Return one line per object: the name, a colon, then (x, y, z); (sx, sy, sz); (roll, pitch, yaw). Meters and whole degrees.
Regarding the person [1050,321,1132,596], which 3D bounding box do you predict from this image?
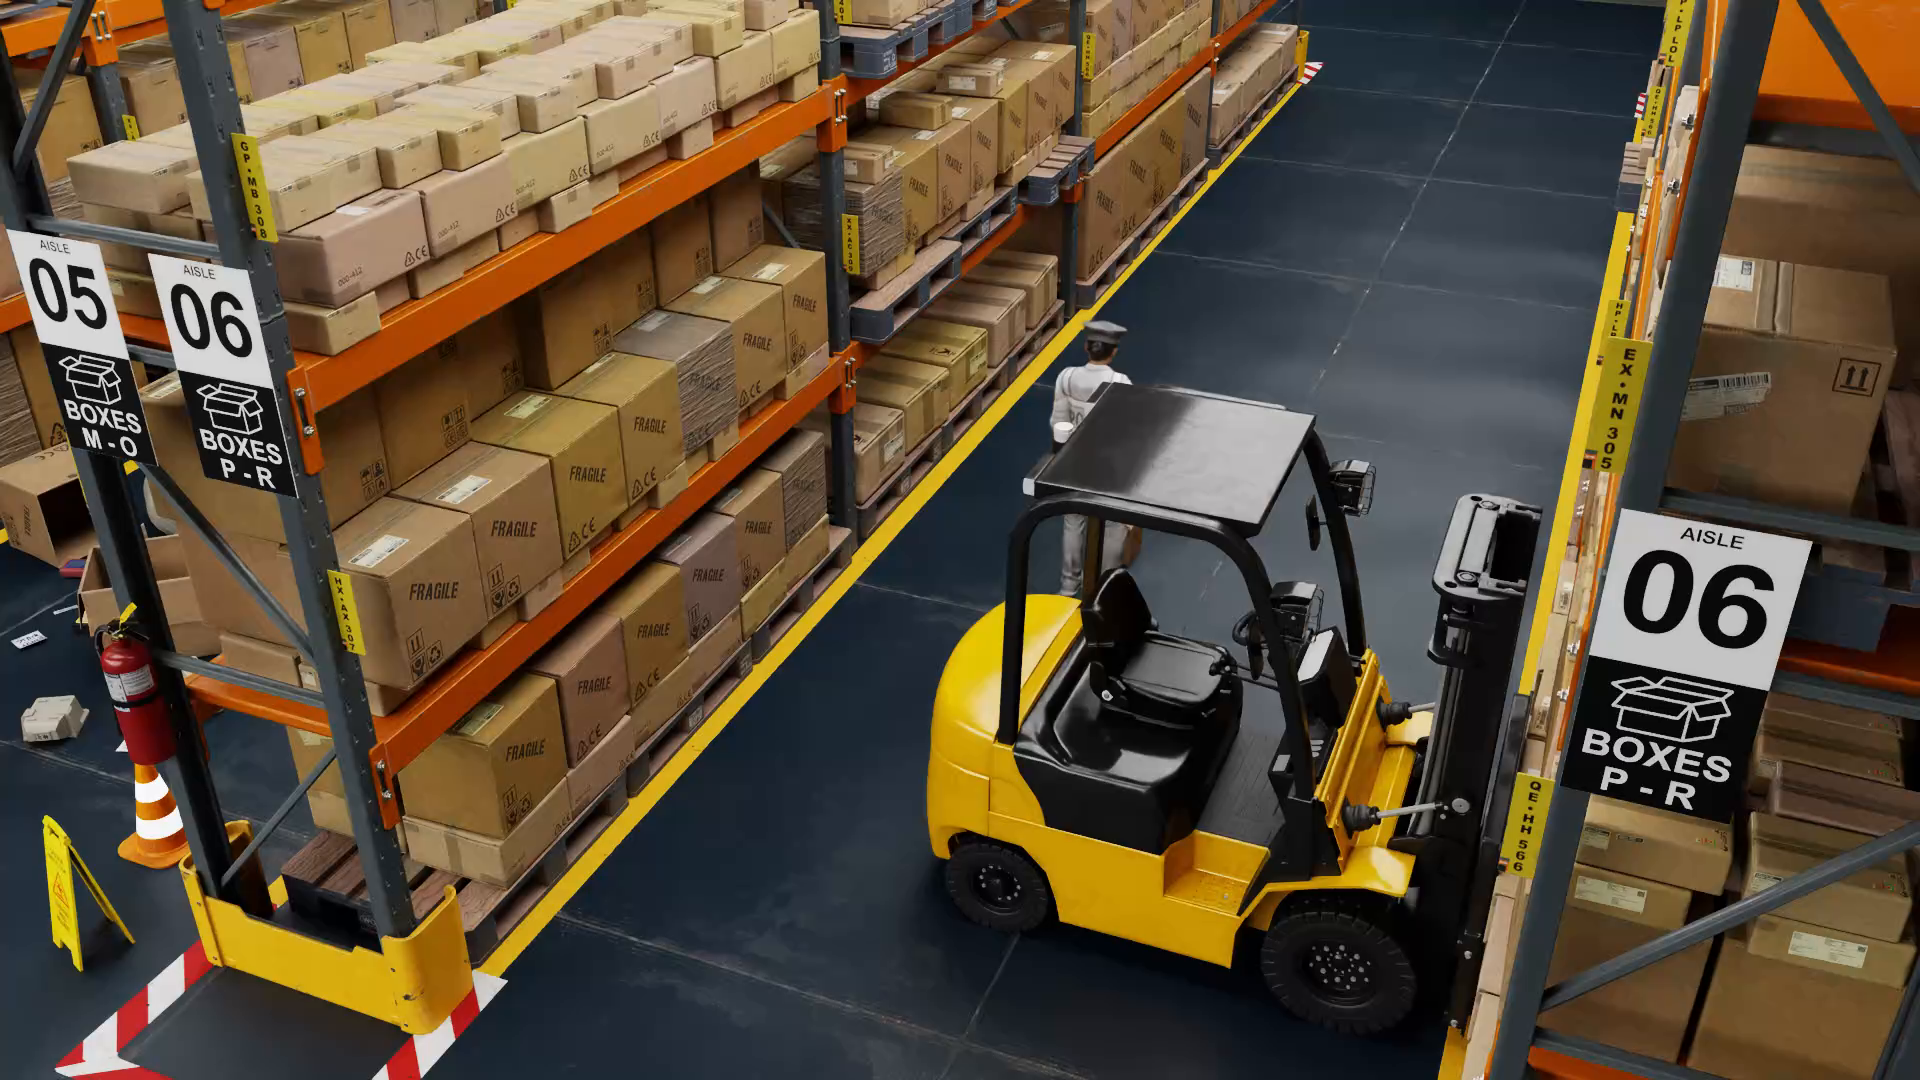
person: (0.734, -0.417, 9.161); (0.496, 1.635, 0.428); (12, 32, 20)
